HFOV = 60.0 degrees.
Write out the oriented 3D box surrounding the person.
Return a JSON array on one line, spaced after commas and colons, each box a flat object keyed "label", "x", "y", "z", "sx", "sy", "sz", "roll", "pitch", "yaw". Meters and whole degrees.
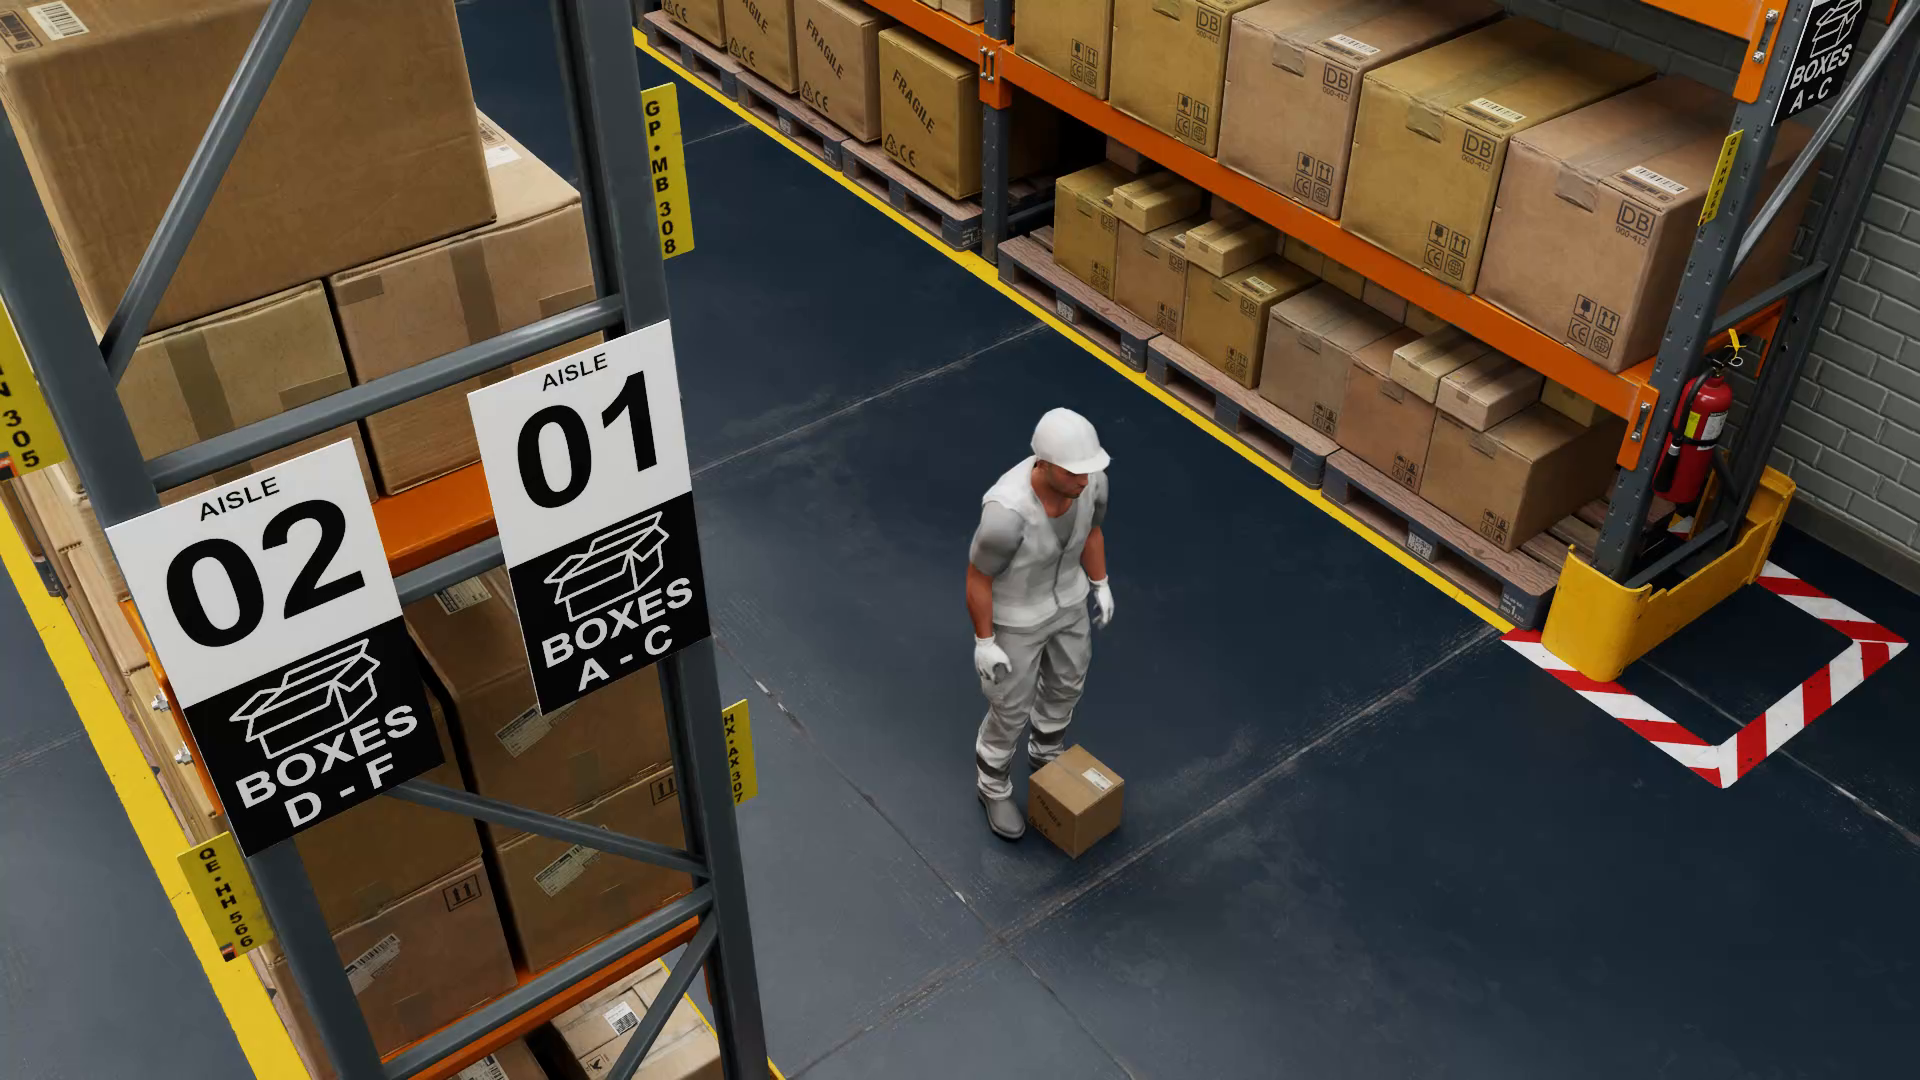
[{"label": "person", "x": 0.287, "y": 0.268, "z": 5.824, "sx": 0.610, "sy": 1.780, "sz": 0.448, "roll": -26, "pitch": 46, "yaw": -28}]
